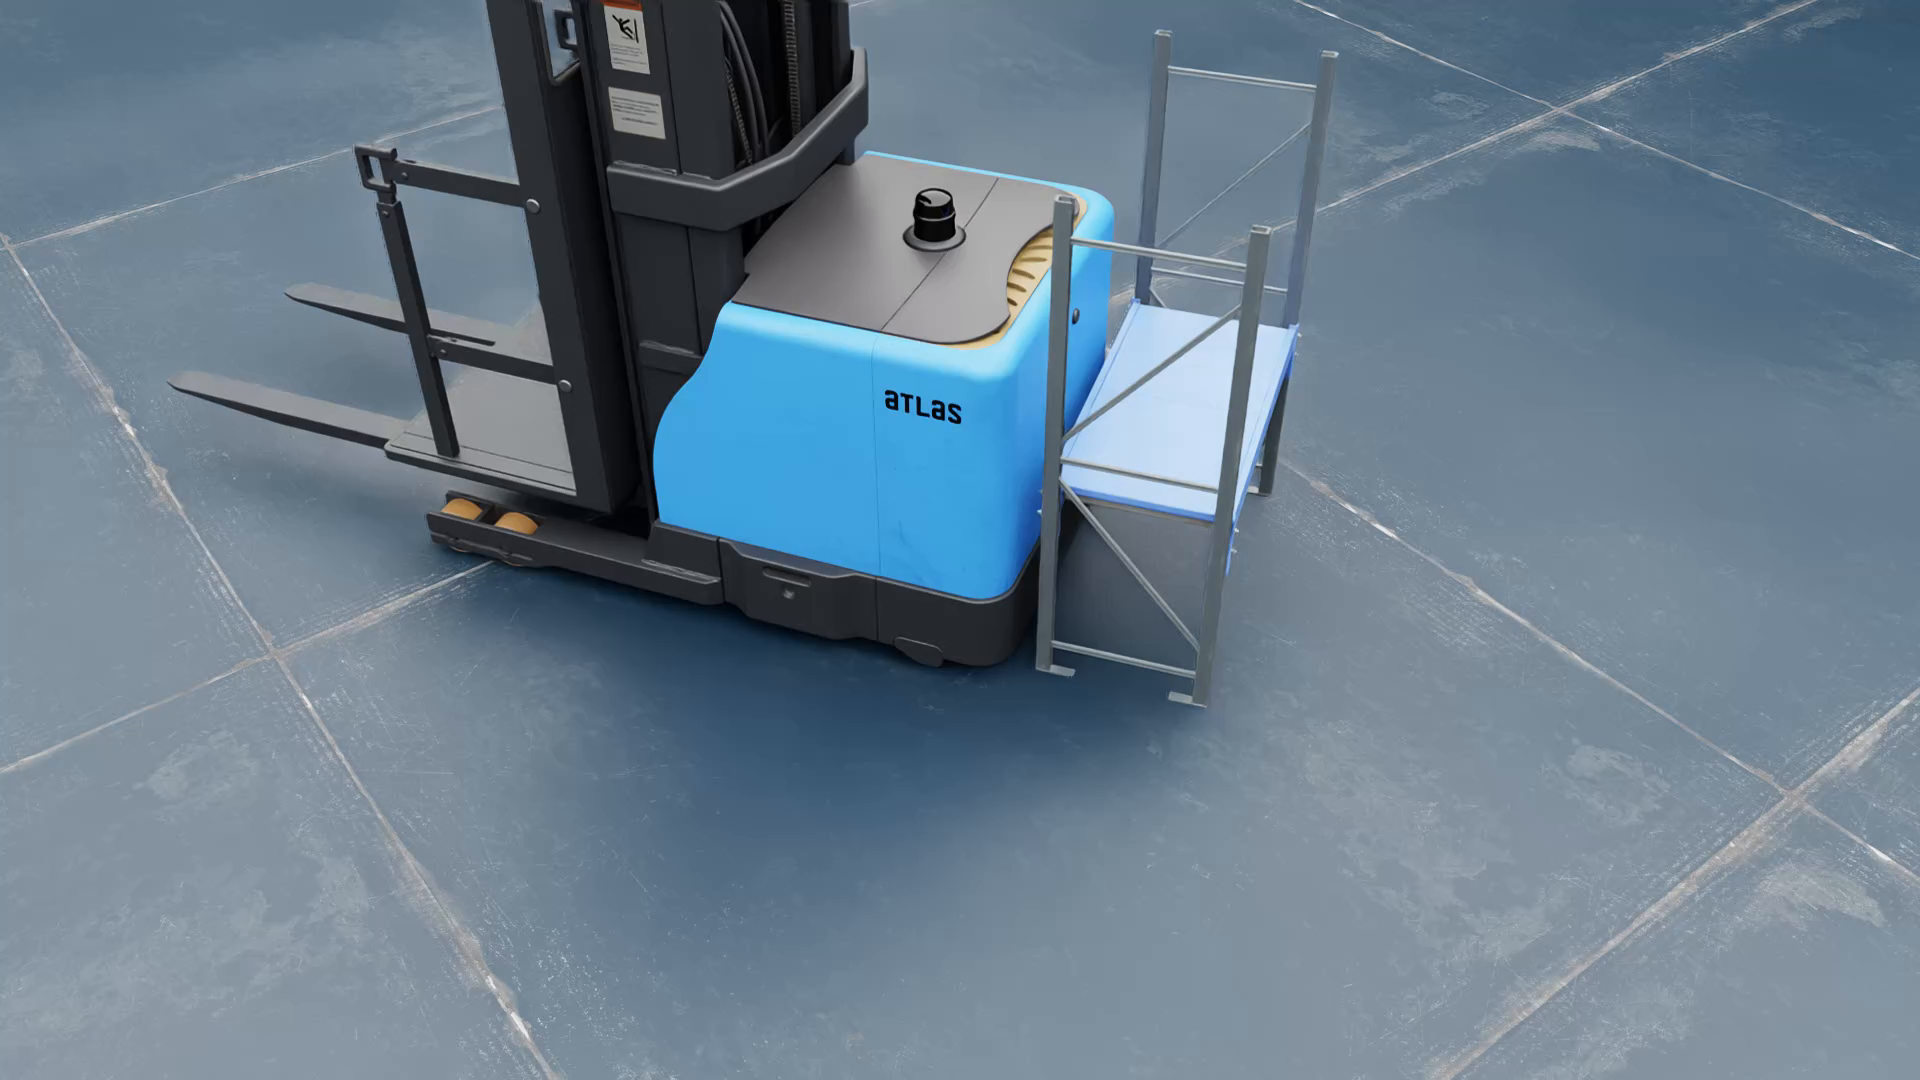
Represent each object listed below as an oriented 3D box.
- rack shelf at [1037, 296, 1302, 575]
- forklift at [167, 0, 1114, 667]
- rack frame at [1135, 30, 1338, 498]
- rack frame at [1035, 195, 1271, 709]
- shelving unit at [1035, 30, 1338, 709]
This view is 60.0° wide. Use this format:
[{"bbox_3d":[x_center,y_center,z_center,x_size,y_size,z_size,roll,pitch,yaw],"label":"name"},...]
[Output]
[{"bbox_3d":[0.619,-0.331,4.754,0.538,0.185,1.000,12,41,14],"label":"rack shelf"},{"bbox_3d":[-1.114,-1.350,4.584,3.031,2.935,1.130,13,41,16],"label":"forklift"},{"bbox_3d":[0.780,-0.776,5.013,0.500,1.500,0.032,12,41,14],"label":"rack frame"},{"bbox_3d":[0.459,-0.164,4.267,0.500,1.500,0.032,12,41,14],"label":"rack frame"},{"bbox_3d":[0.619,-0.470,4.640,0.538,1.500,1.048,12,41,14],"label":"shelving unit"}]
